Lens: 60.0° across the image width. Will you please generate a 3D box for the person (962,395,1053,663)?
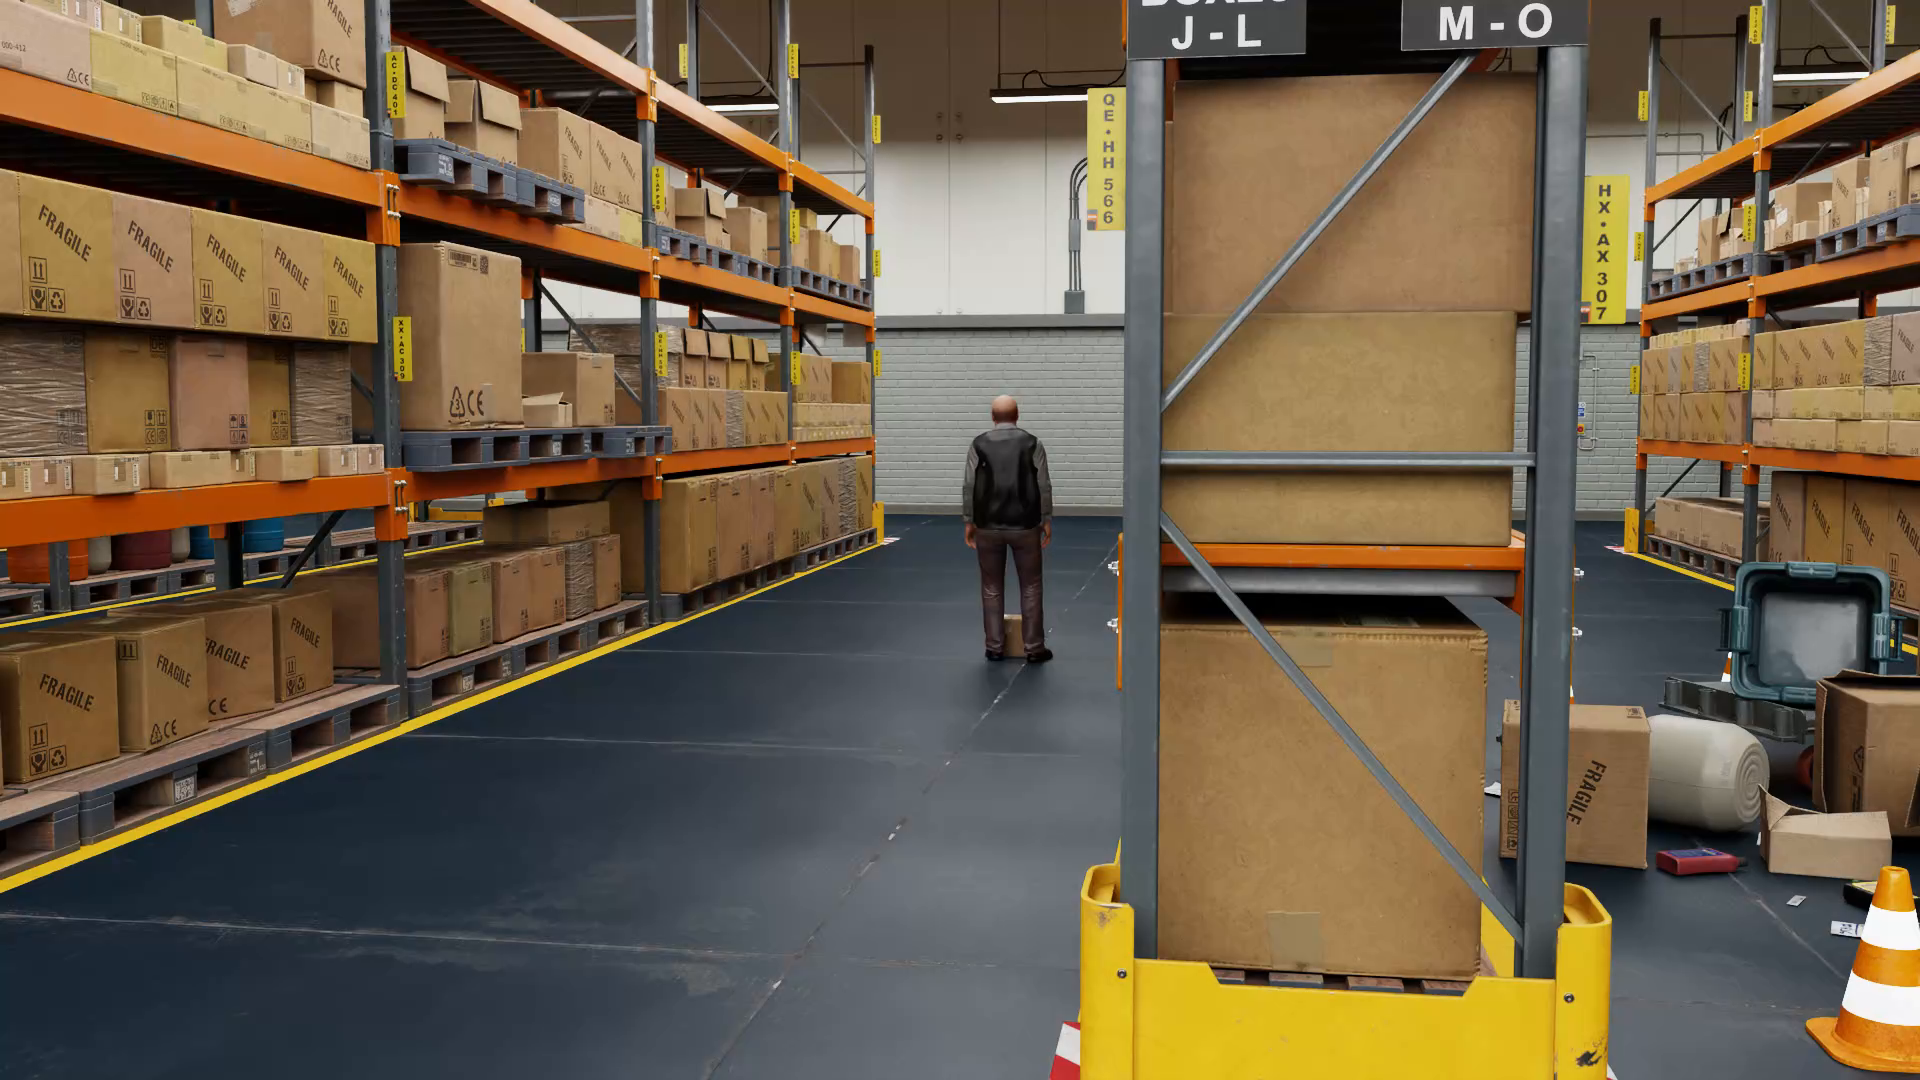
[{"bbox_3d":[0.310,-0.076,10.776,0.588,1.720,0.475,0,4,5],"label":"person"}]
